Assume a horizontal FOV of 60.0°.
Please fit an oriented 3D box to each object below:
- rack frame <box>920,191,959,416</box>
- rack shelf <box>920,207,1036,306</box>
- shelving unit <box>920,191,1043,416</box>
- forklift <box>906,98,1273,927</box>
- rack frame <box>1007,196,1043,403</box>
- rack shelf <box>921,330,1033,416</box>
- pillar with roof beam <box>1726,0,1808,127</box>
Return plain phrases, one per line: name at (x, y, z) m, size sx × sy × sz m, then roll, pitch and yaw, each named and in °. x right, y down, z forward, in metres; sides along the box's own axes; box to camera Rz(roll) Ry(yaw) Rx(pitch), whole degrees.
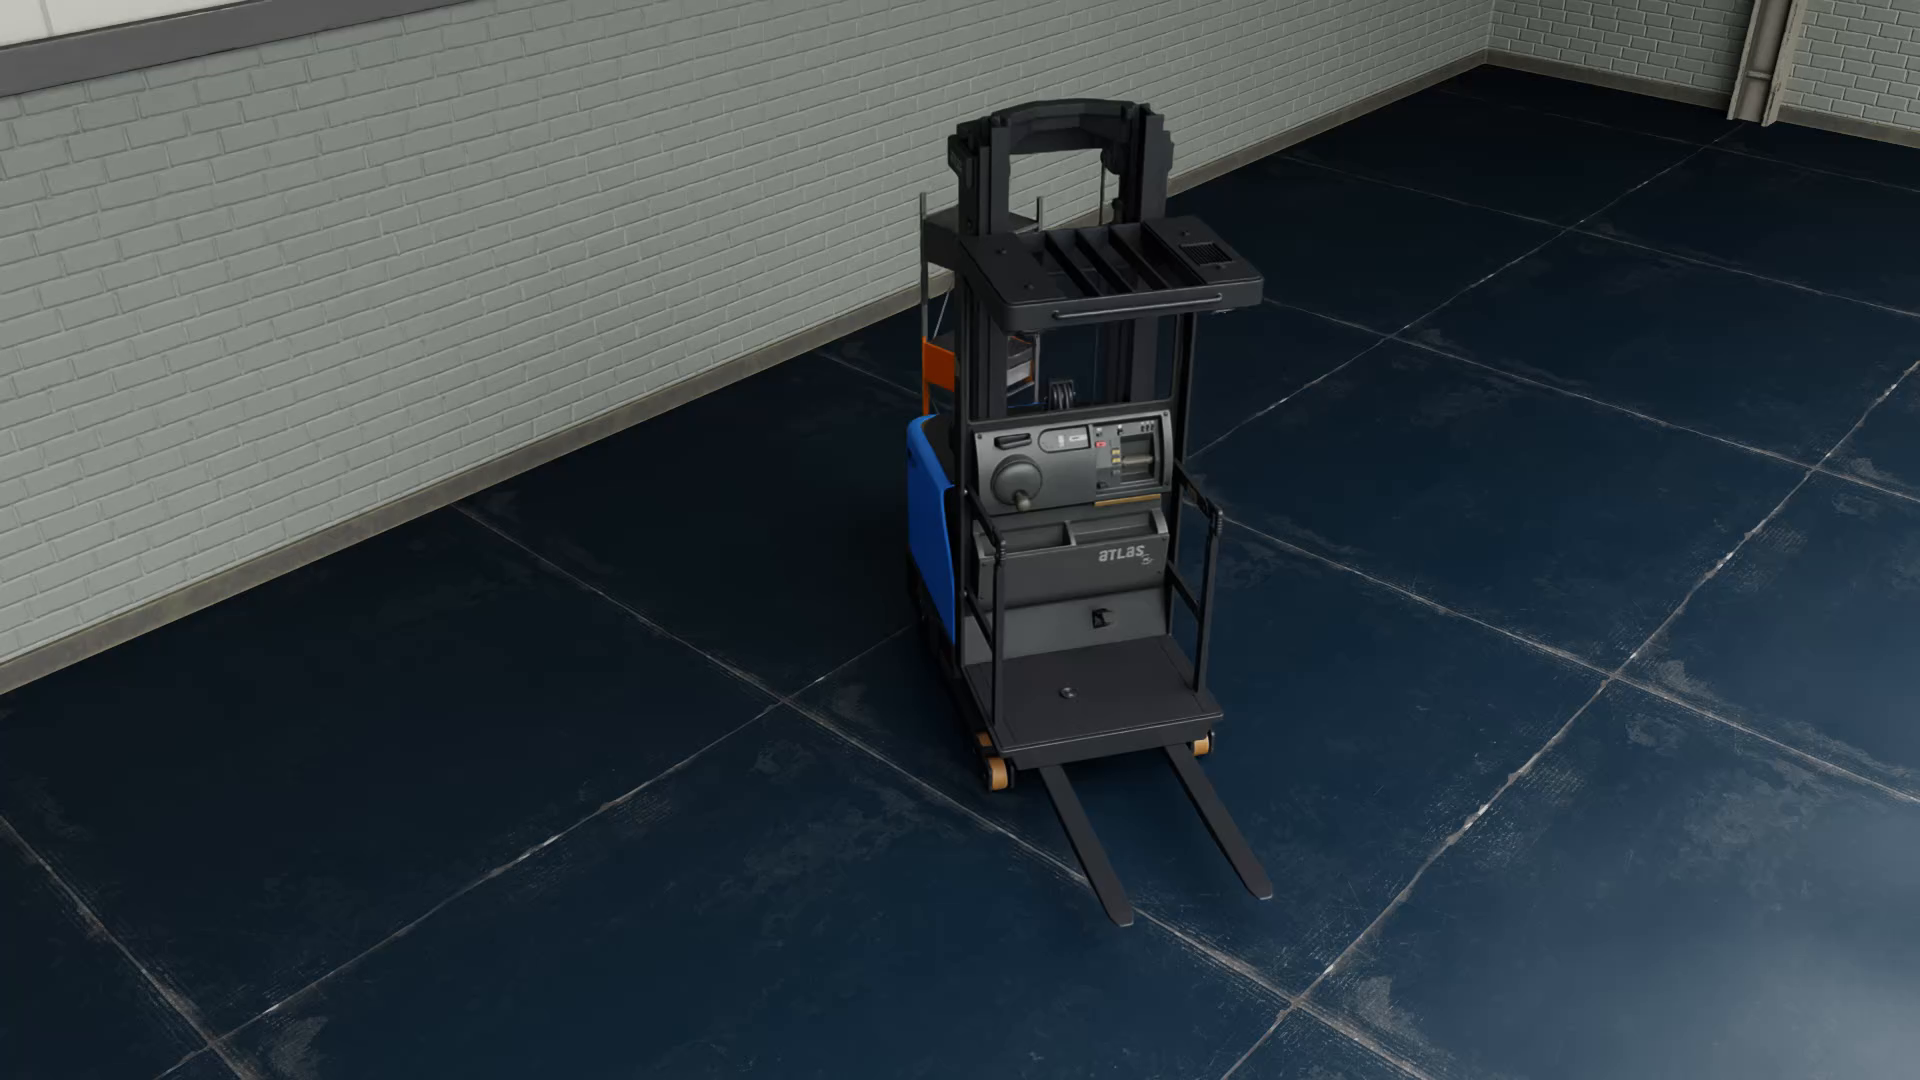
rack frame at (-0.067, -0.971, 9.272) m, size 0.015 × 2.100 × 0.400 m, roll 26°, pitch 40°, yaw 36°
rack shelf at (0.110, -1.472, 8.773) m, size 0.480 × 0.518 × 0.431 m, roll 26°, pitch 40°, yaw 36°
shelving unit at (0.110, -0.884, 9.127) m, size 0.503 × 2.100 × 0.431 m, roll 26°, pitch 40°, yaw 36°
forklift at (0.577, -0.310, 7.367) m, size 1.130 × 2.935 × 3.031 m, roll -8°, pitch 32°, yaw -13°
rack frame at (0.287, -0.797, 8.983) m, size 0.015 × 2.100 × 0.400 m, roll 26°, pitch 40°, yaw 36°
rack shelf at (0.110, -0.873, 9.134) m, size 0.480 × 0.518 × 0.431 m, roll 26°, pitch 40°, yaw 36°
pillar with roof beam at (5.073, -6.441, 11.669) m, size 0.400 × 9.000 × 9.100 m, roll 25°, pitch 39°, yaw 35°
